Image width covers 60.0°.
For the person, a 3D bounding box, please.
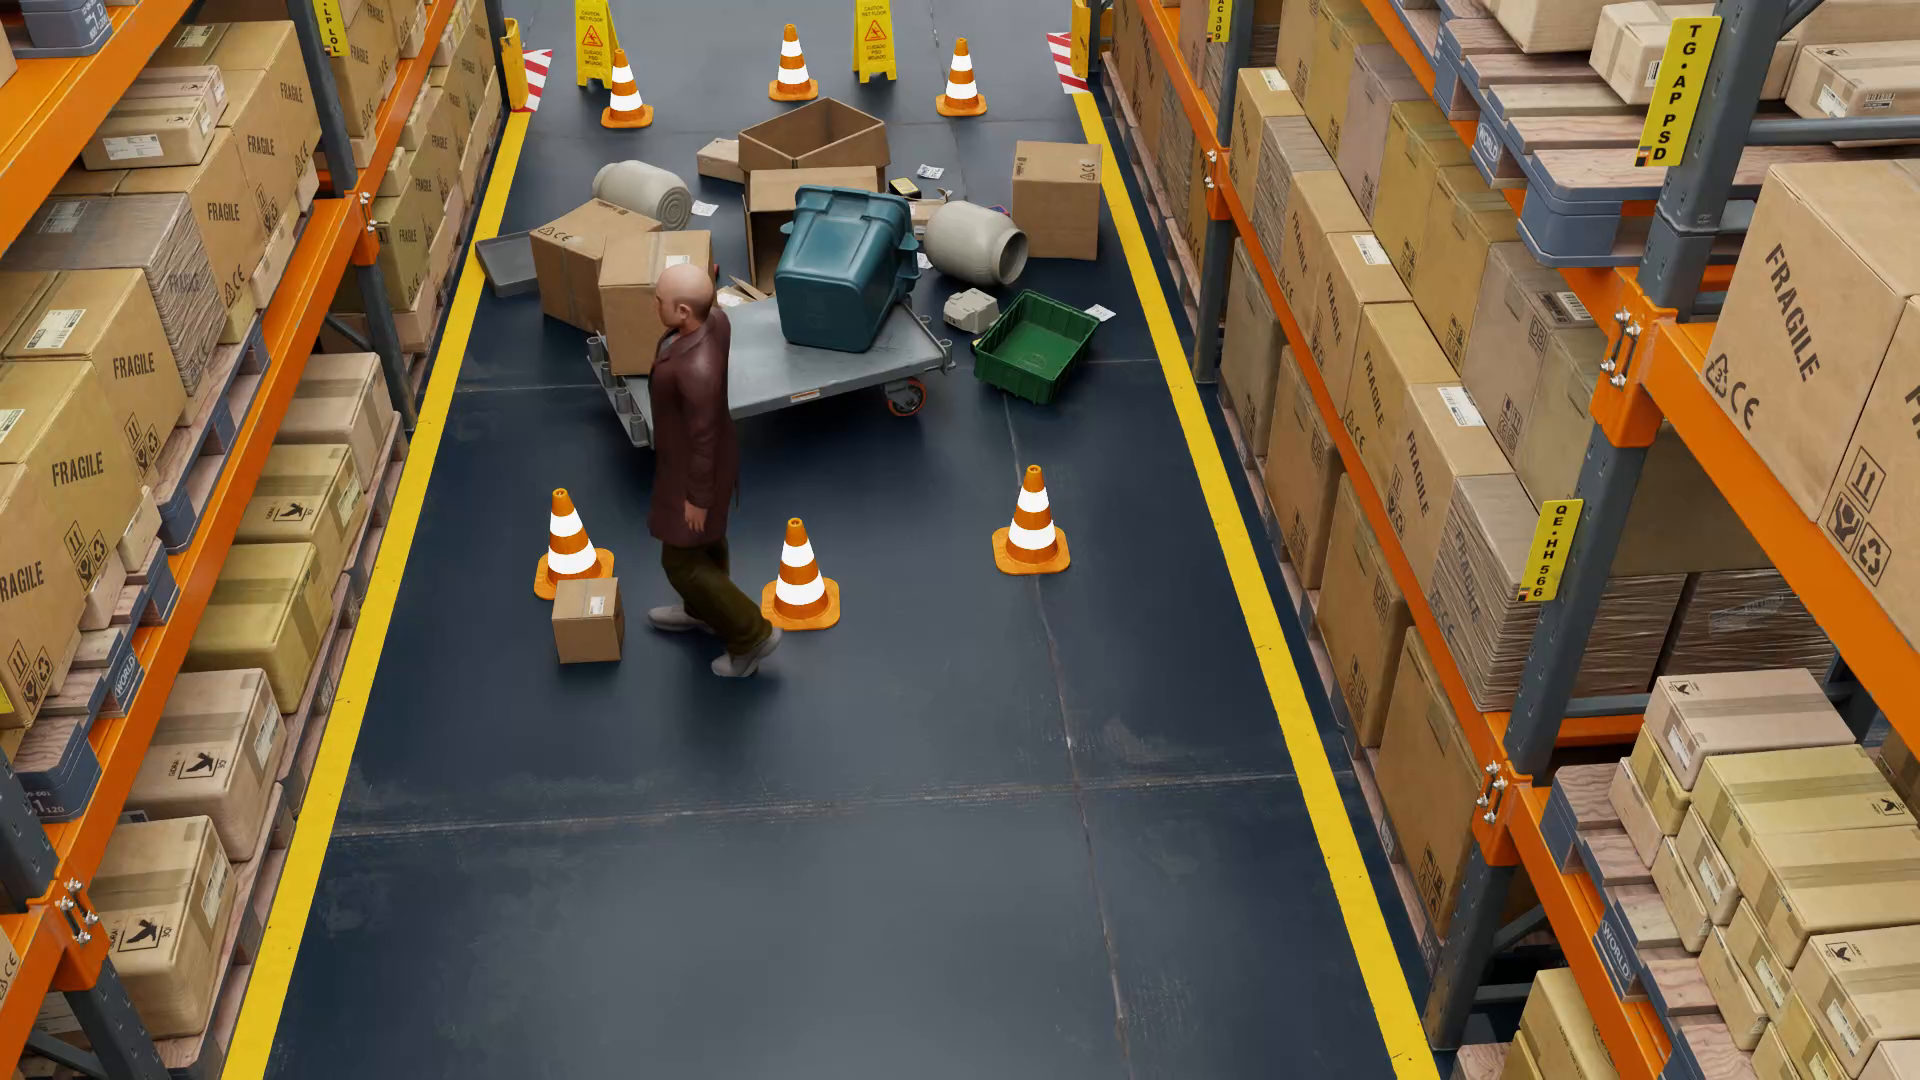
[{"bbox_3d":[-1.027,-0.286,6.542,0.612,1.816,0.625,1,39,1],"label":"person"}]
